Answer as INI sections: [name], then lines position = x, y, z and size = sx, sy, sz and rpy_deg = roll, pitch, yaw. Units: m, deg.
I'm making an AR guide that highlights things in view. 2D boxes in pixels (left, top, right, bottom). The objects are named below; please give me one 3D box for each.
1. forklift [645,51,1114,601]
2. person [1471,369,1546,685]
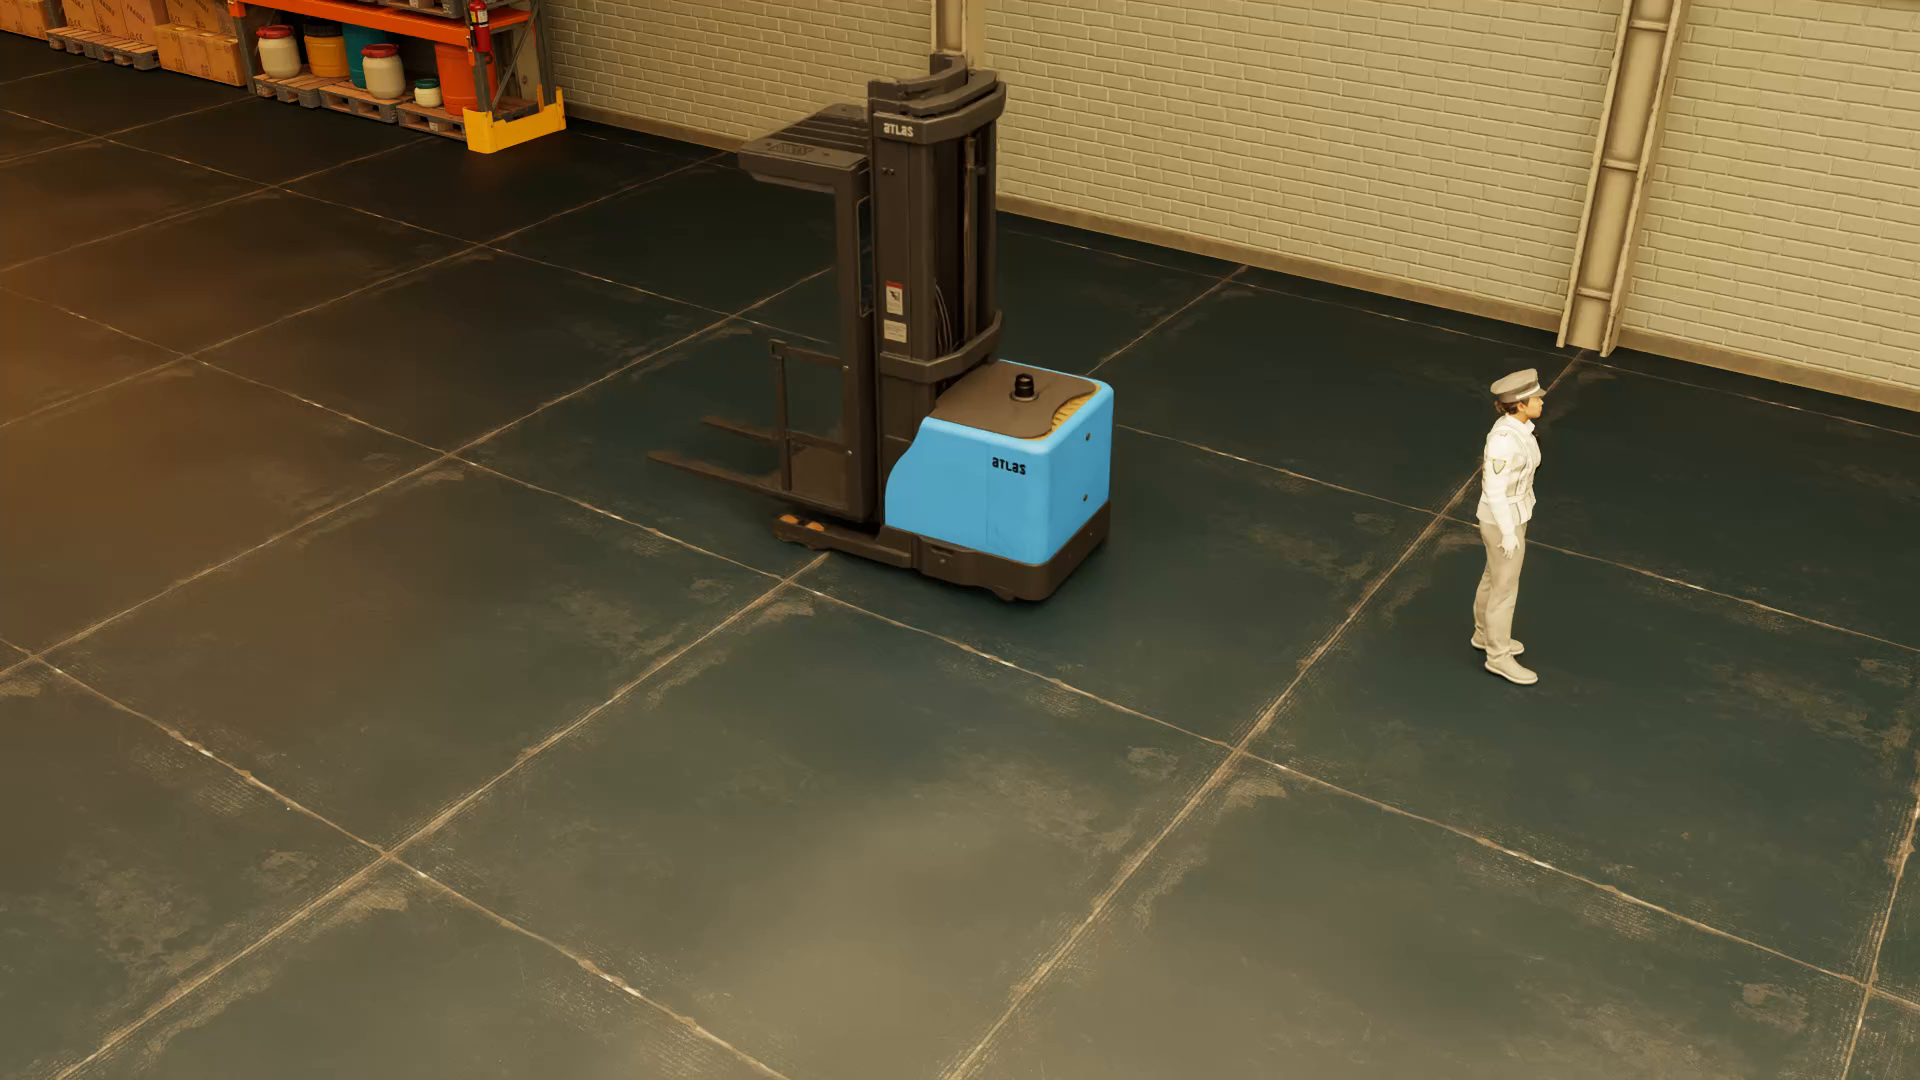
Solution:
[forklift]
position = -0.606, -1.424, 10.034
size = 3.031, 2.935, 1.130
rpy_deg = 15, 33, 24
[person]
position = 3.020, -0.109, 8.986
size = 0.532, 1.695, 0.586
rpy_deg = 13, 32, 21
